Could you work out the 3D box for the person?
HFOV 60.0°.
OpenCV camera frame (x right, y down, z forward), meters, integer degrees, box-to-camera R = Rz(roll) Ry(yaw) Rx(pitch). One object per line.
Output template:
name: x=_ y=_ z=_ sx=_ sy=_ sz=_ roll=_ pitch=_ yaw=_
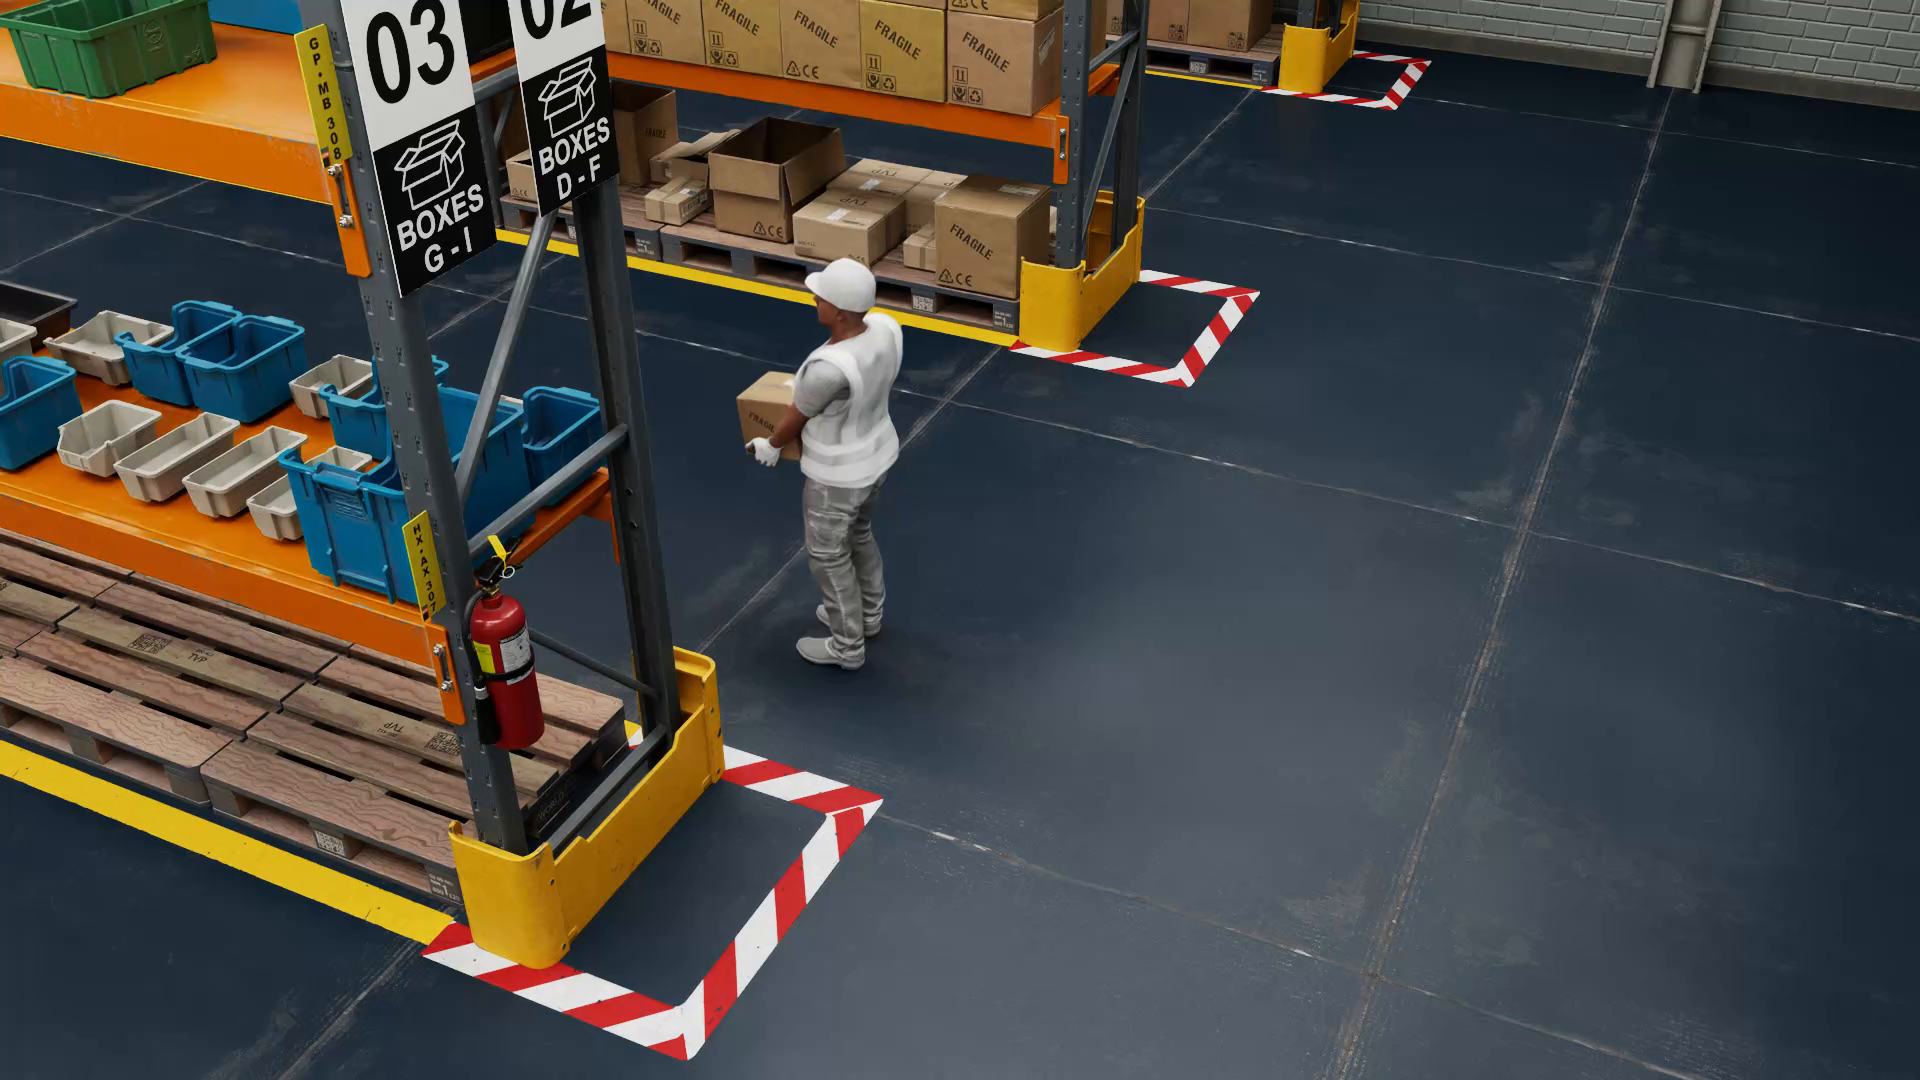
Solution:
person: x=-0.541 y=-0.314 z=6.601 sx=0.569 sy=1.779 sz=0.488 roll=15 pitch=36 yaw=21
